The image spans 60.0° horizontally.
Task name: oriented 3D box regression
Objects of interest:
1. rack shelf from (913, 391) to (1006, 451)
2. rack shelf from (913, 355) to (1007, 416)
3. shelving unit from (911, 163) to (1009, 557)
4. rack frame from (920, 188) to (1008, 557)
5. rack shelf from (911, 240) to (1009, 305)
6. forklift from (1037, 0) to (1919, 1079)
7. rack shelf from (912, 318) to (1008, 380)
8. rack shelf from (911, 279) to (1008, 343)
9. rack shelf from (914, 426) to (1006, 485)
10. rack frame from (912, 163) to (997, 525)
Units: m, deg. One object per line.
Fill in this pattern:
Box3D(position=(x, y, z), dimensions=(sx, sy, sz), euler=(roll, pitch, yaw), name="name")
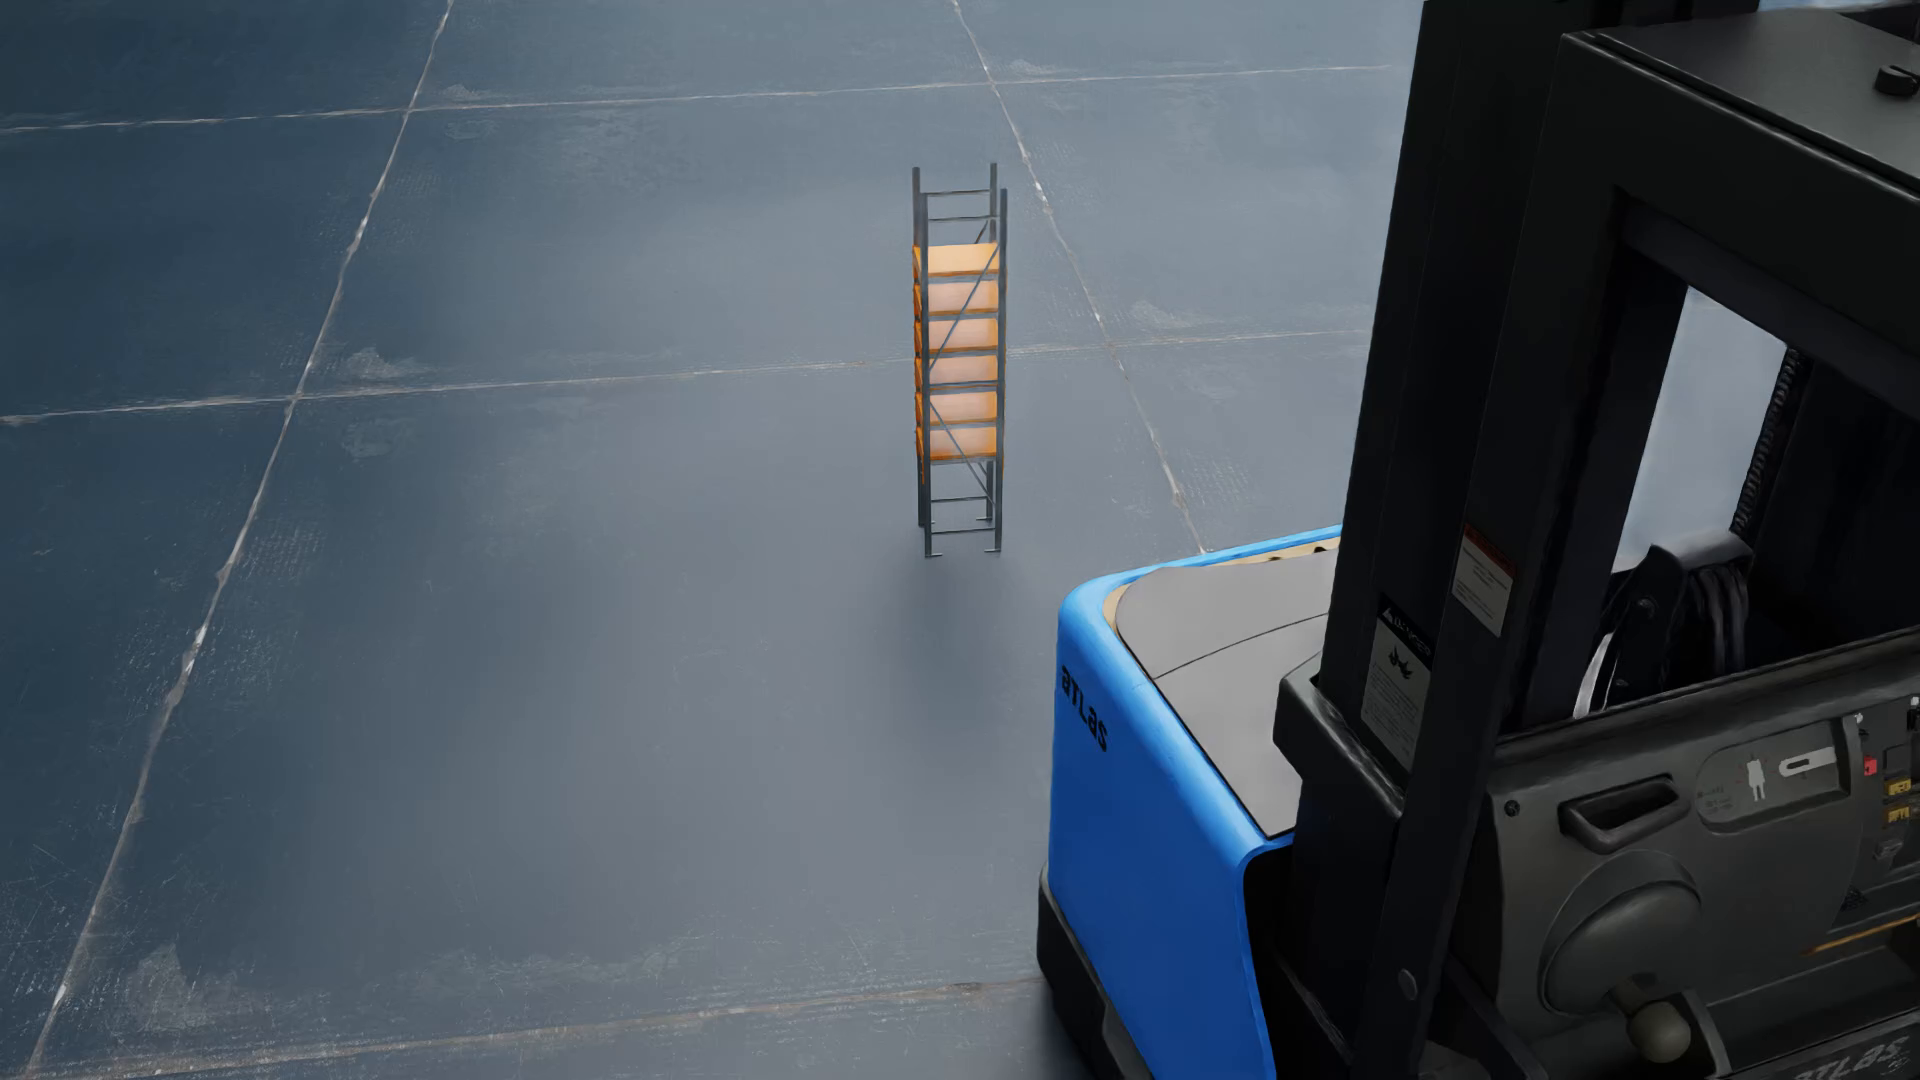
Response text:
Box3D(position=(-0.002, -0.368, 5.017), dimensions=(0.258, 0.103, 0.180), euler=(-4, 35, -6), name="rack shelf")
Box3D(position=(-0.002, -0.467, 4.949), dimensions=(0.258, 0.103, 0.180), euler=(-4, 35, -6), name="rack shelf")
Box3D(position=(-0.002, -0.504, 4.924), dimensions=(0.258, 1.200, 0.189), euler=(-4, 35, -6), name="shelving unit")
Box3D(position=(0.010, -0.453, 4.849), dimensions=(0.240, 1.200, 0.006), euler=(-4, 35, -6), name="rack frame")
Box3D(position=(-0.002, -0.765, 4.746), dimensions=(0.258, 0.103, 0.180), euler=(-4, 35, -6), name="rack shelf")
Box3D(position=(1.157, 0.447, 1.991), dimensions=(1.130, 2.935, 3.031), euler=(-12, 36, -17), name="forklift")
Box3D(position=(-0.002, -0.566, 4.881), dimensions=(0.258, 0.103, 0.180), euler=(-4, 35, -6), name="rack shelf")
Box3D(position=(-0.002, -0.665, 4.814), dimensions=(0.258, 0.103, 0.180), euler=(-4, 35, -6), name="rack shelf")
Box3D(position=(-0.002, -0.269, 5.084), dimensions=(0.258, 0.103, 0.180), euler=(-4, 35, -6), name="rack shelf")
Box3D(position=(-0.014, -0.555, 4.999), dimensions=(0.240, 1.200, 0.006), euler=(-4, 35, -6), name="rack frame")
